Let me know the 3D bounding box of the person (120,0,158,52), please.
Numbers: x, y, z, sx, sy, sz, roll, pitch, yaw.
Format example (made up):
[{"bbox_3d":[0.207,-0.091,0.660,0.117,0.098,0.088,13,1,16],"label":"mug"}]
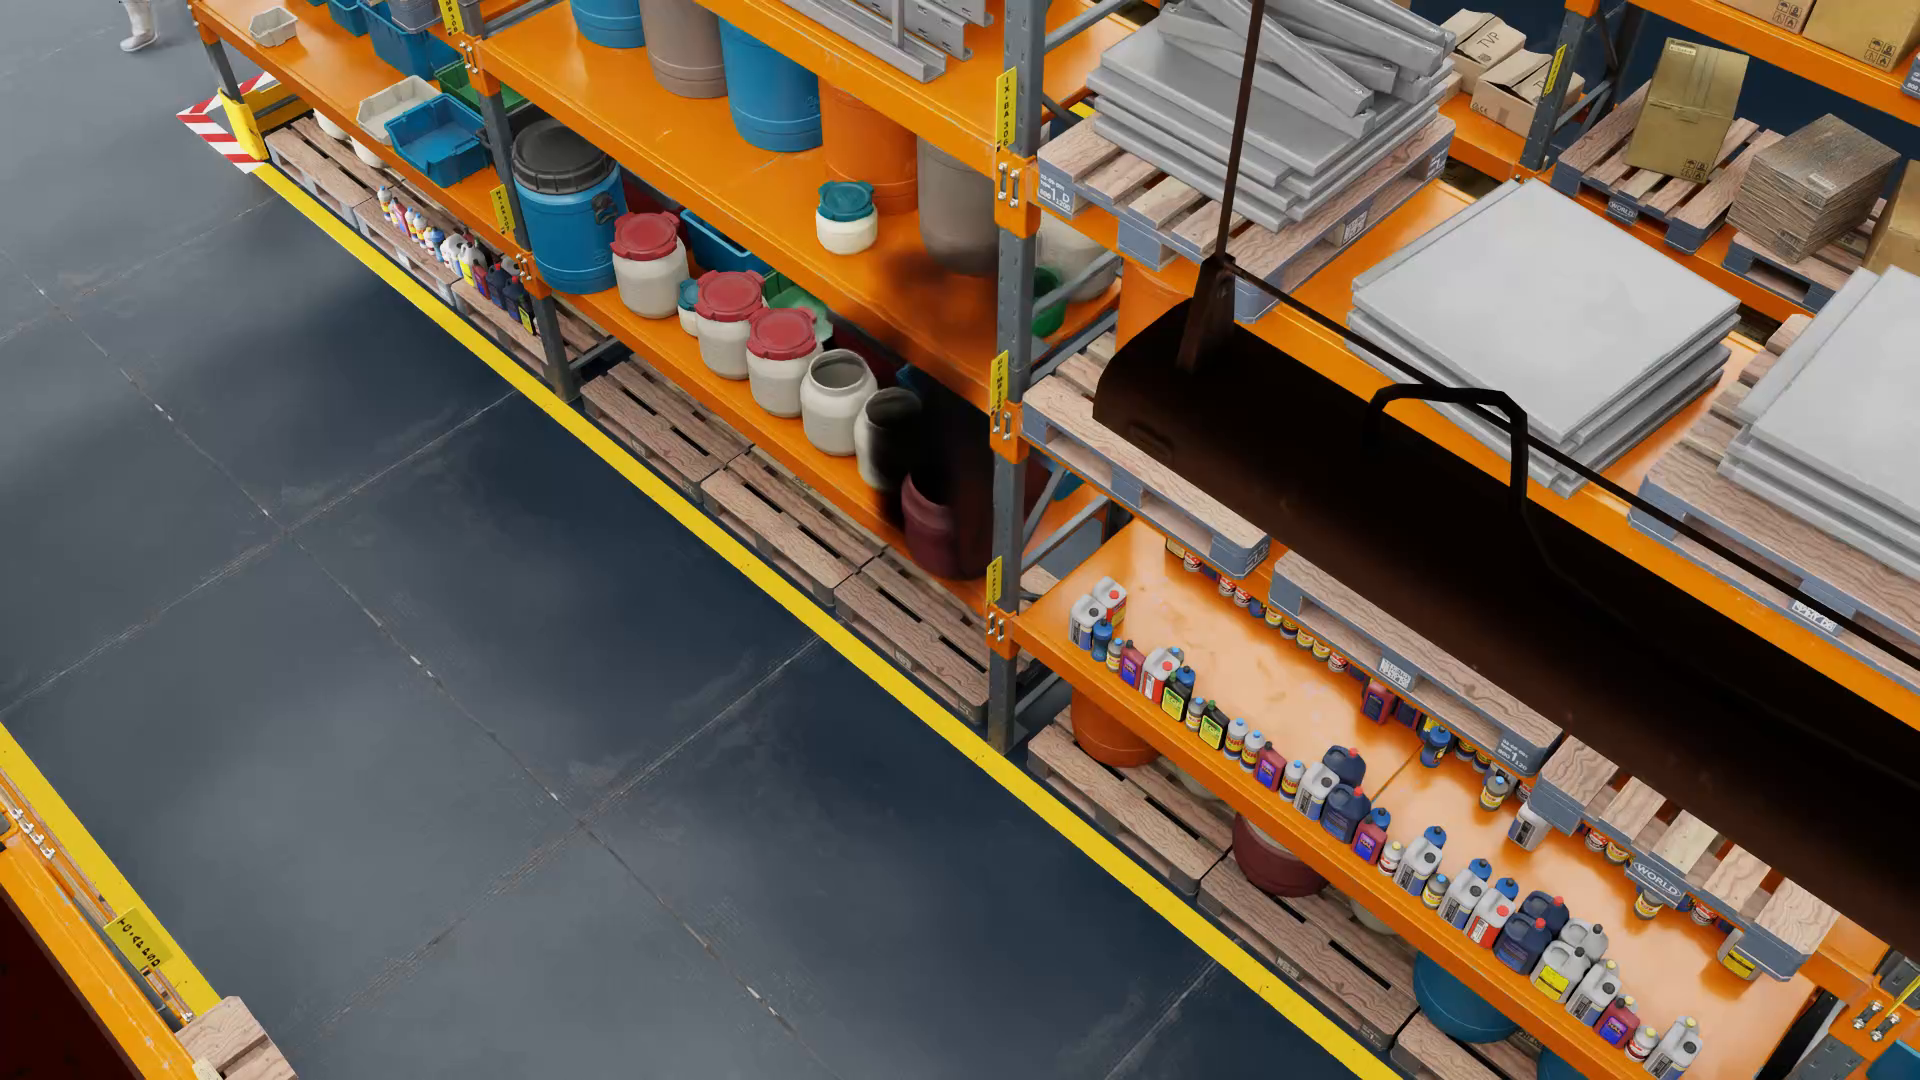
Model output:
[{"bbox_3d":[-6.554,-4.783,13.233,0.869,1.804,0.666,-6,50,-5],"label":"person"}]
